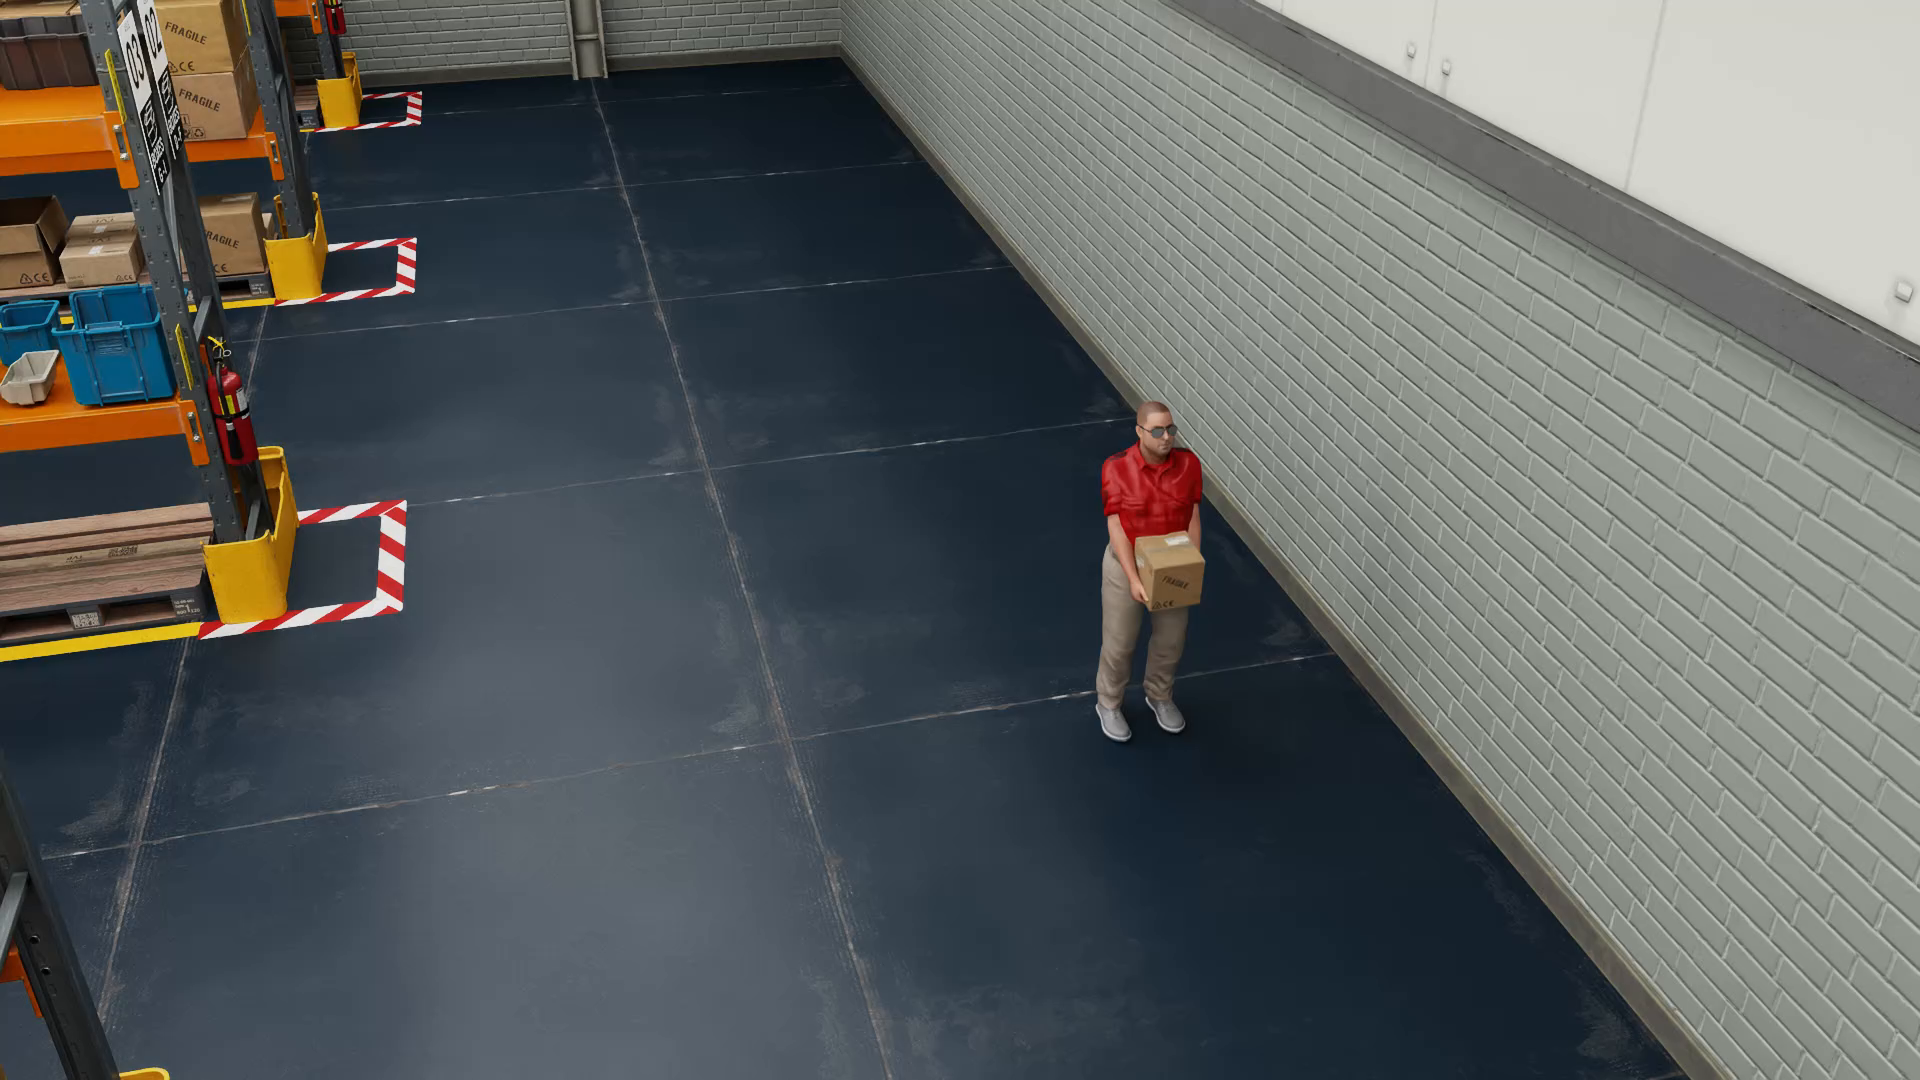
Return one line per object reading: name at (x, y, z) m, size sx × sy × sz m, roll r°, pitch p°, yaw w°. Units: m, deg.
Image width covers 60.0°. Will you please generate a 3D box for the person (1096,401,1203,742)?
person at (0.934, 0.194, 7.932) m, size 0.494 × 1.713 × 0.536 m, roll -8°, pitch 31°, yaw -13°
